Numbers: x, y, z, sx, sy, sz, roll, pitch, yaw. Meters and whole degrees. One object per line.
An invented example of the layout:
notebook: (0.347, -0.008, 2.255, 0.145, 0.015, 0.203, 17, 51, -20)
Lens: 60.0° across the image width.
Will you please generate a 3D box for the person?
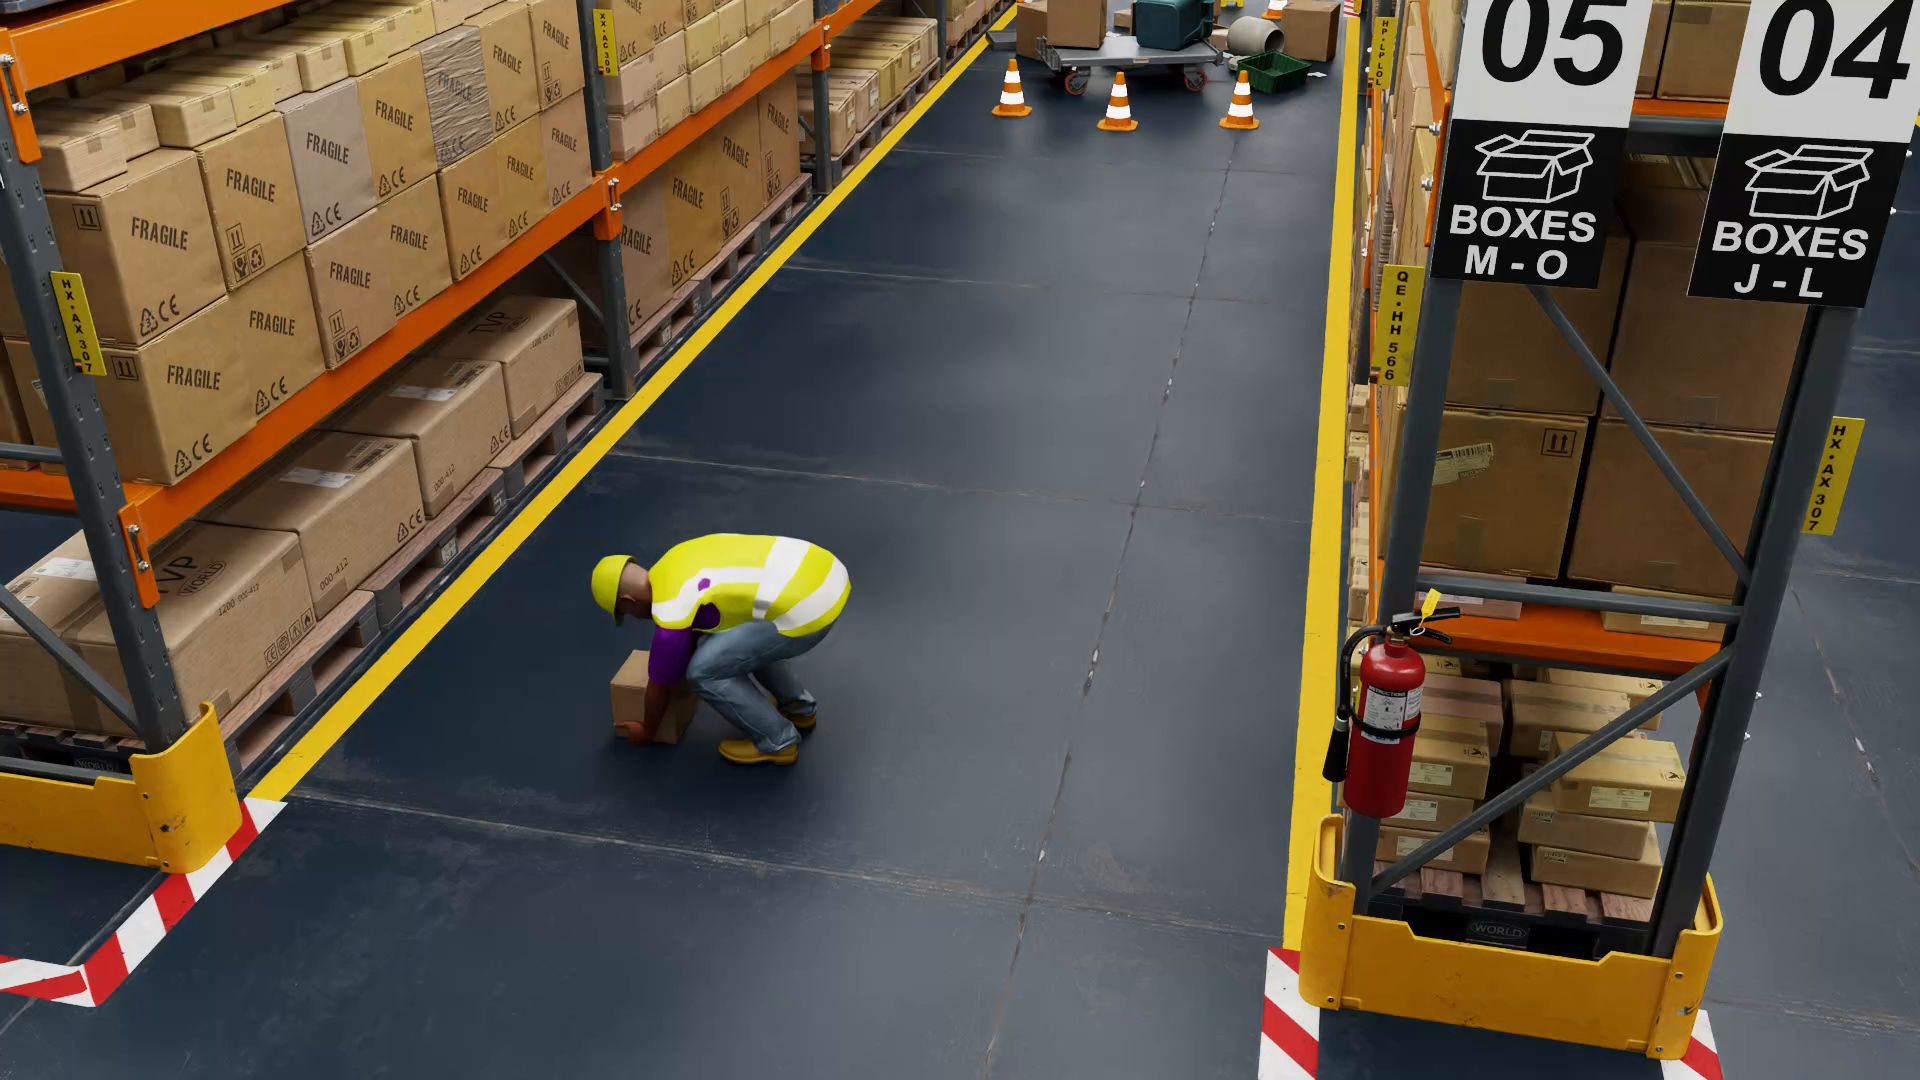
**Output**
person: (-0.914, 0.395, 6.341, 0.968, 0.874, 0.509, 5, 29, 9)
